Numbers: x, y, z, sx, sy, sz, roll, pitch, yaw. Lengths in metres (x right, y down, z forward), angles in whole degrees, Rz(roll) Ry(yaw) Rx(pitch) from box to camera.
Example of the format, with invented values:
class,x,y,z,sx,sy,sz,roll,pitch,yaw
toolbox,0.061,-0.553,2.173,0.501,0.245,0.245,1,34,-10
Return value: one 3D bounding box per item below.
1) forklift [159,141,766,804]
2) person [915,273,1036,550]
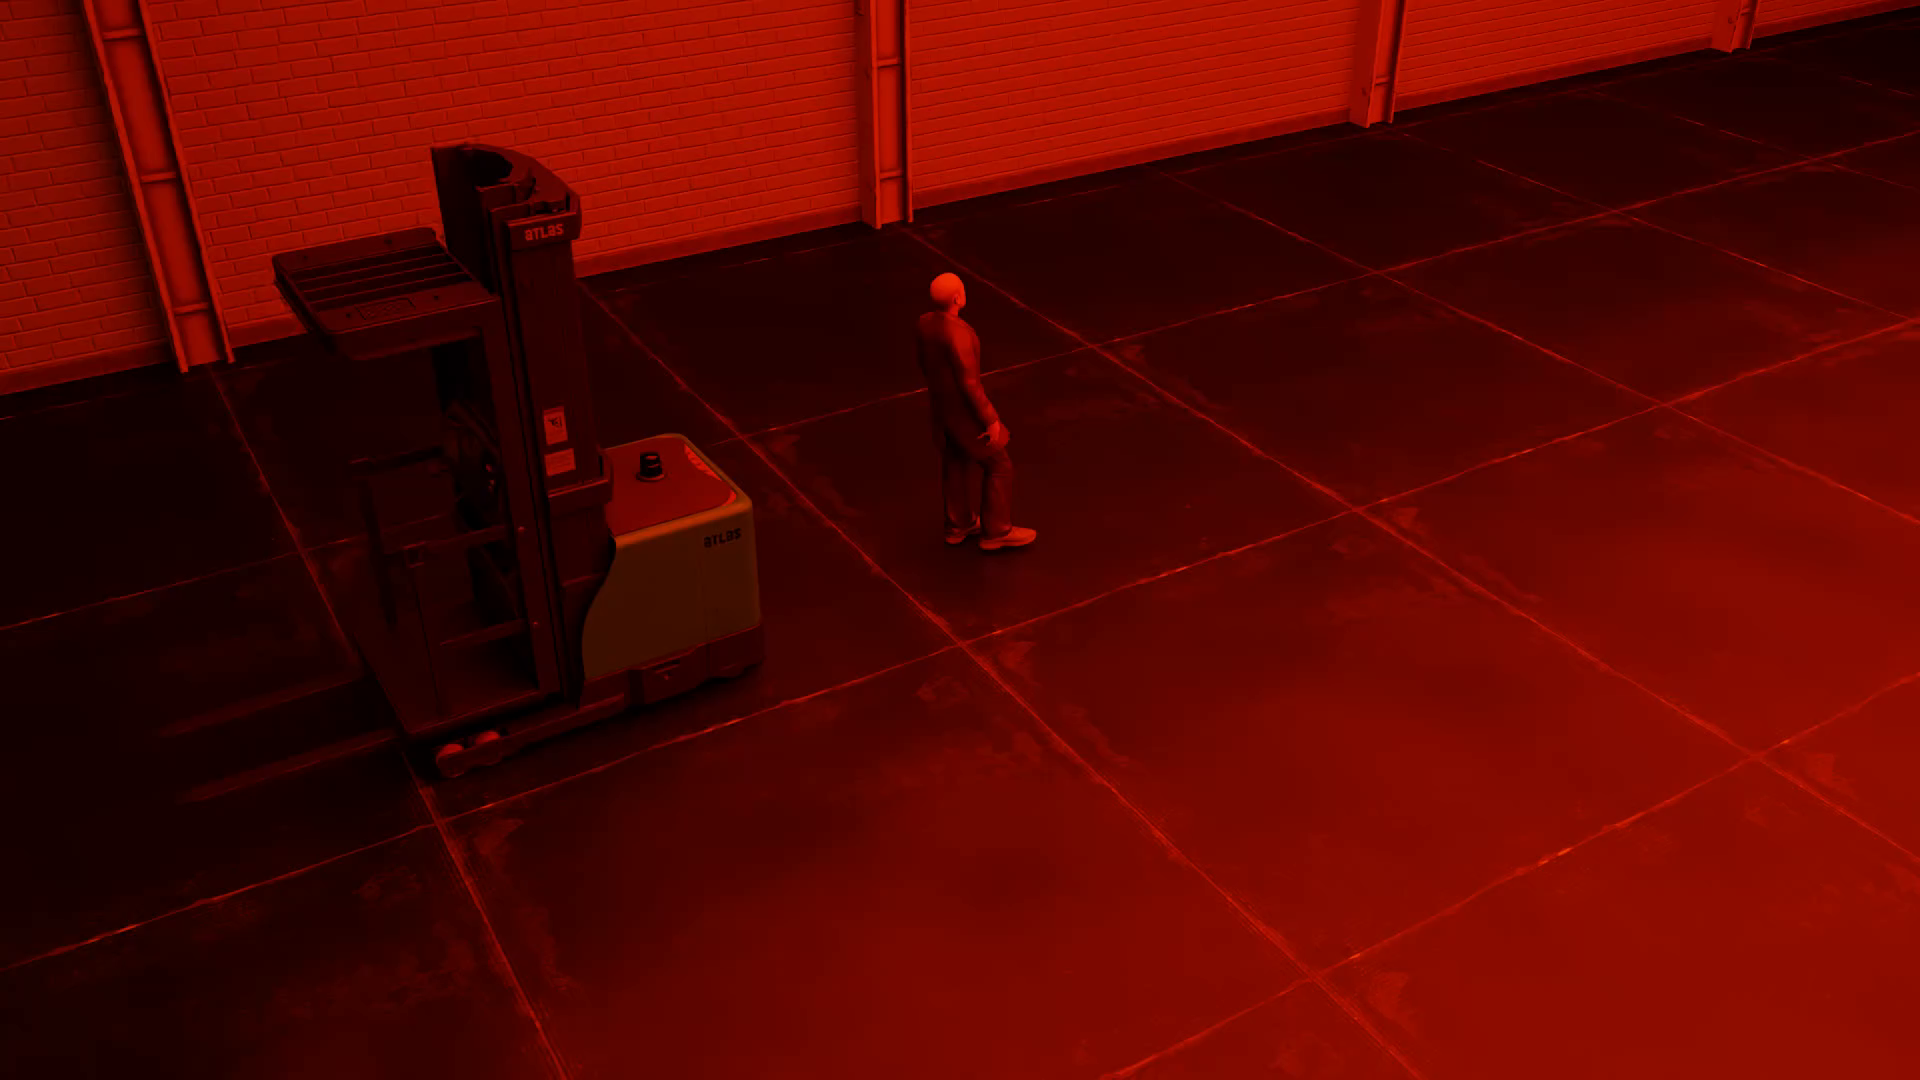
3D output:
class,x,y,z,sx,sy,sz,roll,pitch,yaw
forklift,-2.607,-0.358,8.245,3.031,2.935,1.130,-18,35,-27
person,0.081,-0.792,10.078,0.580,1.778,0.698,-17,35,-26
